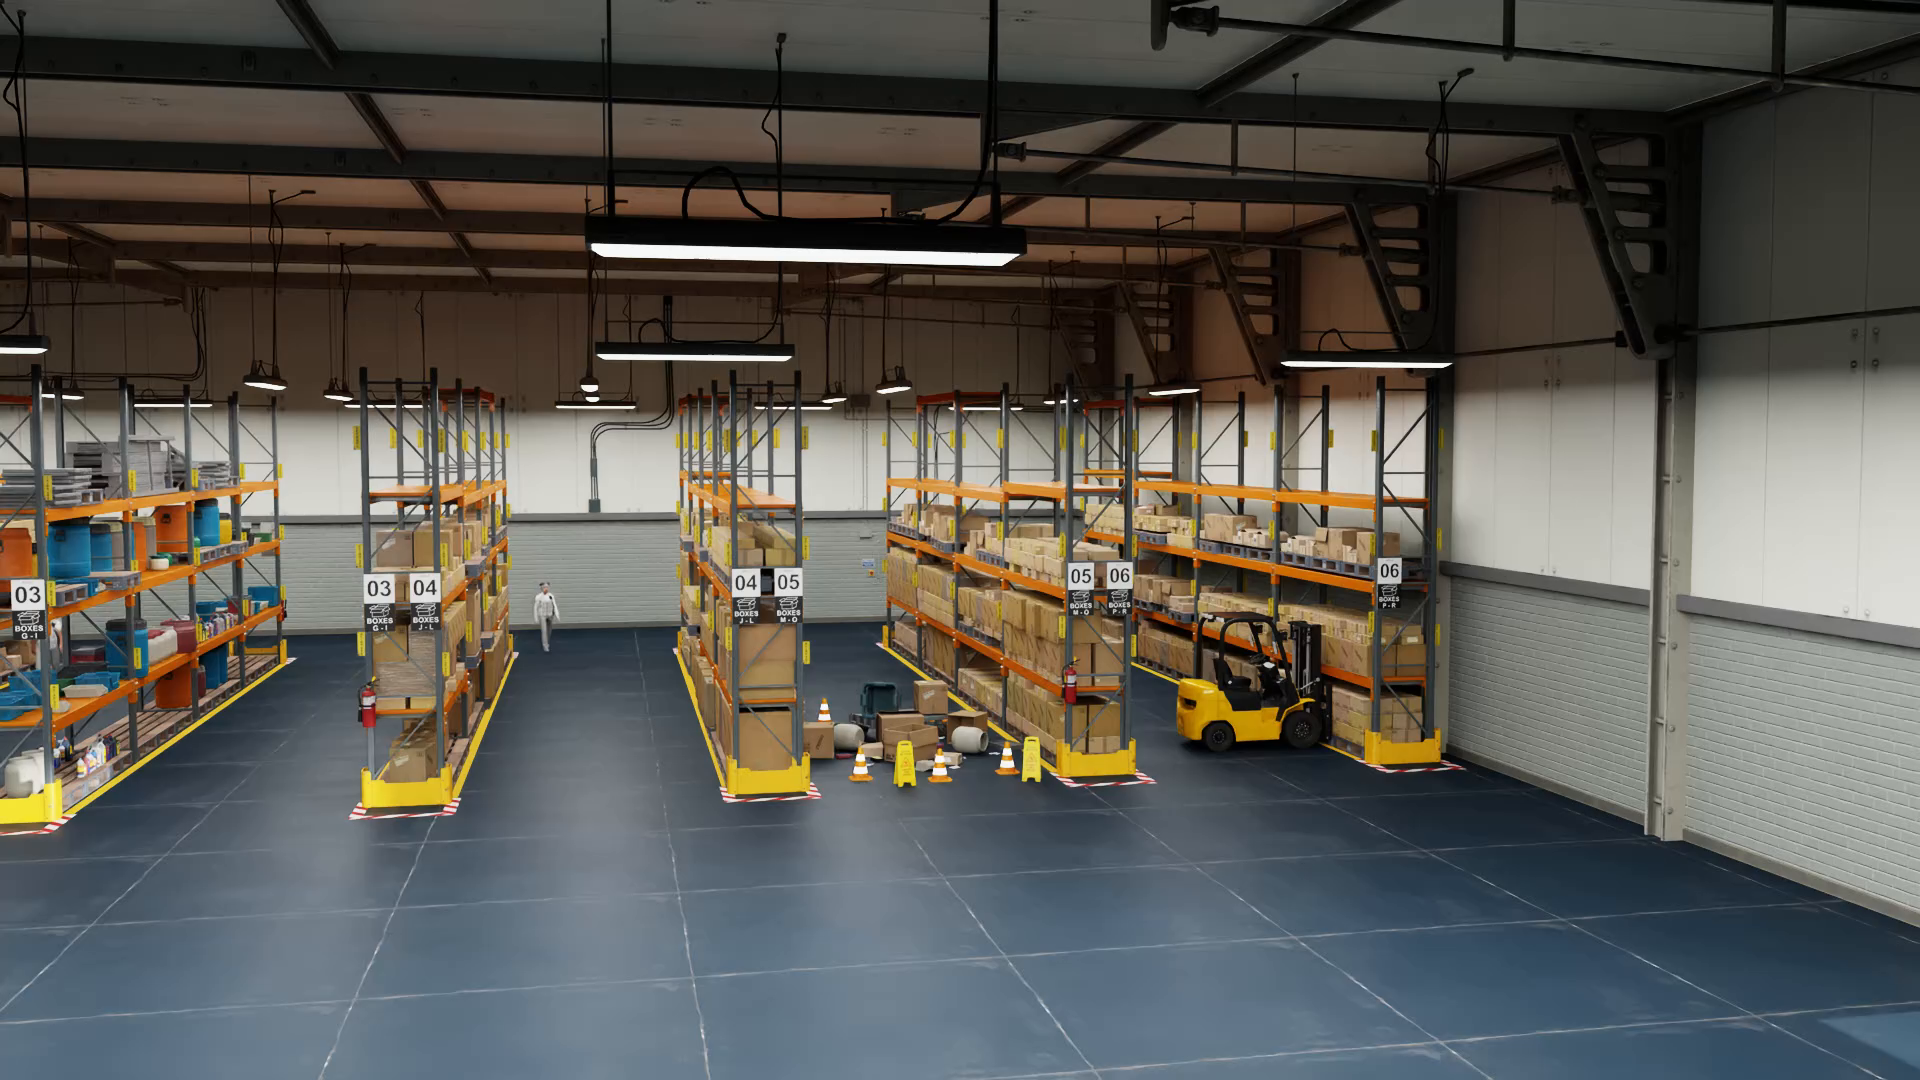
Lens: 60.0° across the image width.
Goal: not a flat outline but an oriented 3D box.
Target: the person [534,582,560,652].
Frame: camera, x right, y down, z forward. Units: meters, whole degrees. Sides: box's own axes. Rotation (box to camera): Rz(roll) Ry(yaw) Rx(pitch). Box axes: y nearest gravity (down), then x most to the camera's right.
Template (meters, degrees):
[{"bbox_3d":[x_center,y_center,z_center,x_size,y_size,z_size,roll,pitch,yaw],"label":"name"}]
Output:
[{"bbox_3d":[-9.865,1.801,39.636,0.547,1.635,0.988,-2,4,-28],"label":"person"}]

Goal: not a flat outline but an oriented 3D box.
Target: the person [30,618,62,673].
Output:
[{"bbox_3d":[-18.342,2.139,33.402,0.648,1.706,1.067,-1,4,-15],"label":"person"}]
